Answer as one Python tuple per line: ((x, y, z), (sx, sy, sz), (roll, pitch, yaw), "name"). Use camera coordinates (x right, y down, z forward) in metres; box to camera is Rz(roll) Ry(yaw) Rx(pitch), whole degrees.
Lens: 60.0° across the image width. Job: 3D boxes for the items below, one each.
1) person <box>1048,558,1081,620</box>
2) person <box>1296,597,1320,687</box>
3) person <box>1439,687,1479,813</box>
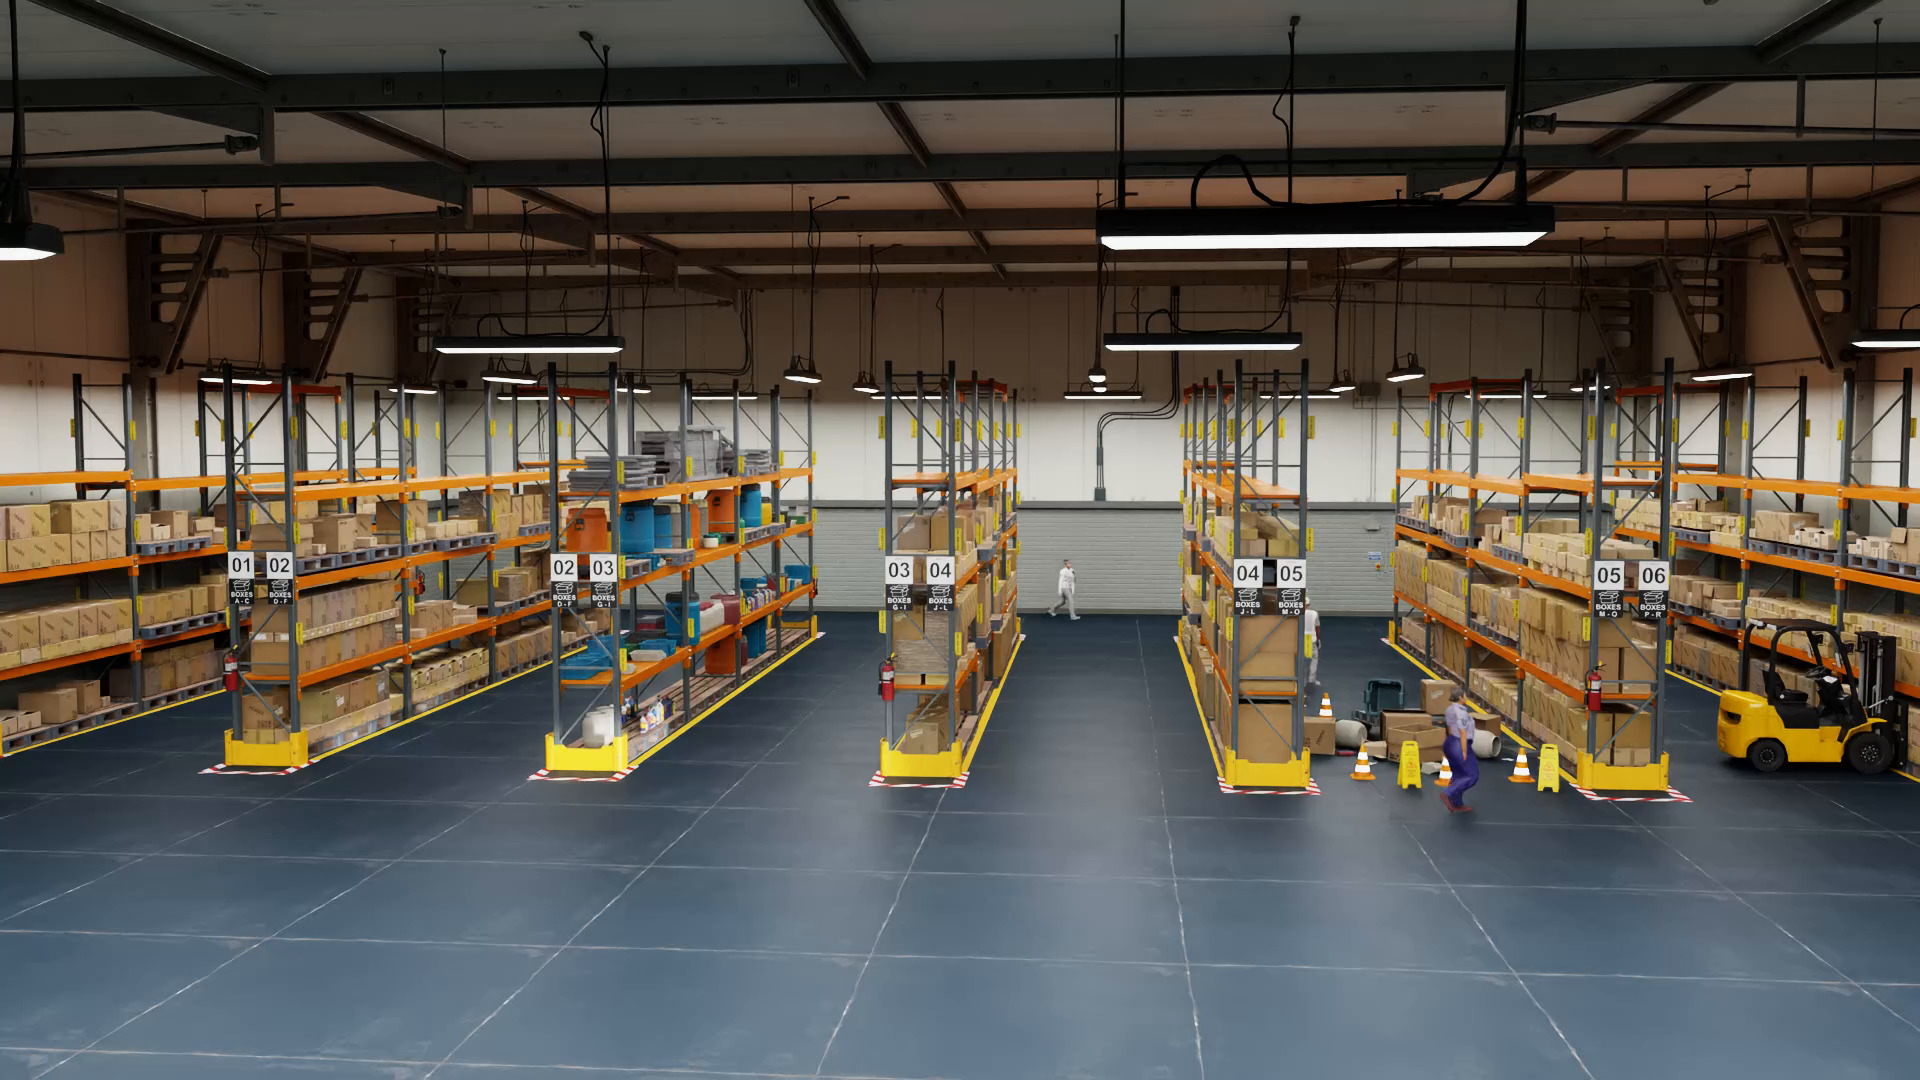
((2.790, 1.283, 44.119), (1.031, 1.624, 0.461), (2, 4, 29), "person")
((6.742, 1.986, 32.446), (0.586, 1.783, 0.535), (0, 4, 3), "person")
((6.472, 2.740, 21.691), (0.547, 1.640, 0.518), (-1, 4, -8), "person")
